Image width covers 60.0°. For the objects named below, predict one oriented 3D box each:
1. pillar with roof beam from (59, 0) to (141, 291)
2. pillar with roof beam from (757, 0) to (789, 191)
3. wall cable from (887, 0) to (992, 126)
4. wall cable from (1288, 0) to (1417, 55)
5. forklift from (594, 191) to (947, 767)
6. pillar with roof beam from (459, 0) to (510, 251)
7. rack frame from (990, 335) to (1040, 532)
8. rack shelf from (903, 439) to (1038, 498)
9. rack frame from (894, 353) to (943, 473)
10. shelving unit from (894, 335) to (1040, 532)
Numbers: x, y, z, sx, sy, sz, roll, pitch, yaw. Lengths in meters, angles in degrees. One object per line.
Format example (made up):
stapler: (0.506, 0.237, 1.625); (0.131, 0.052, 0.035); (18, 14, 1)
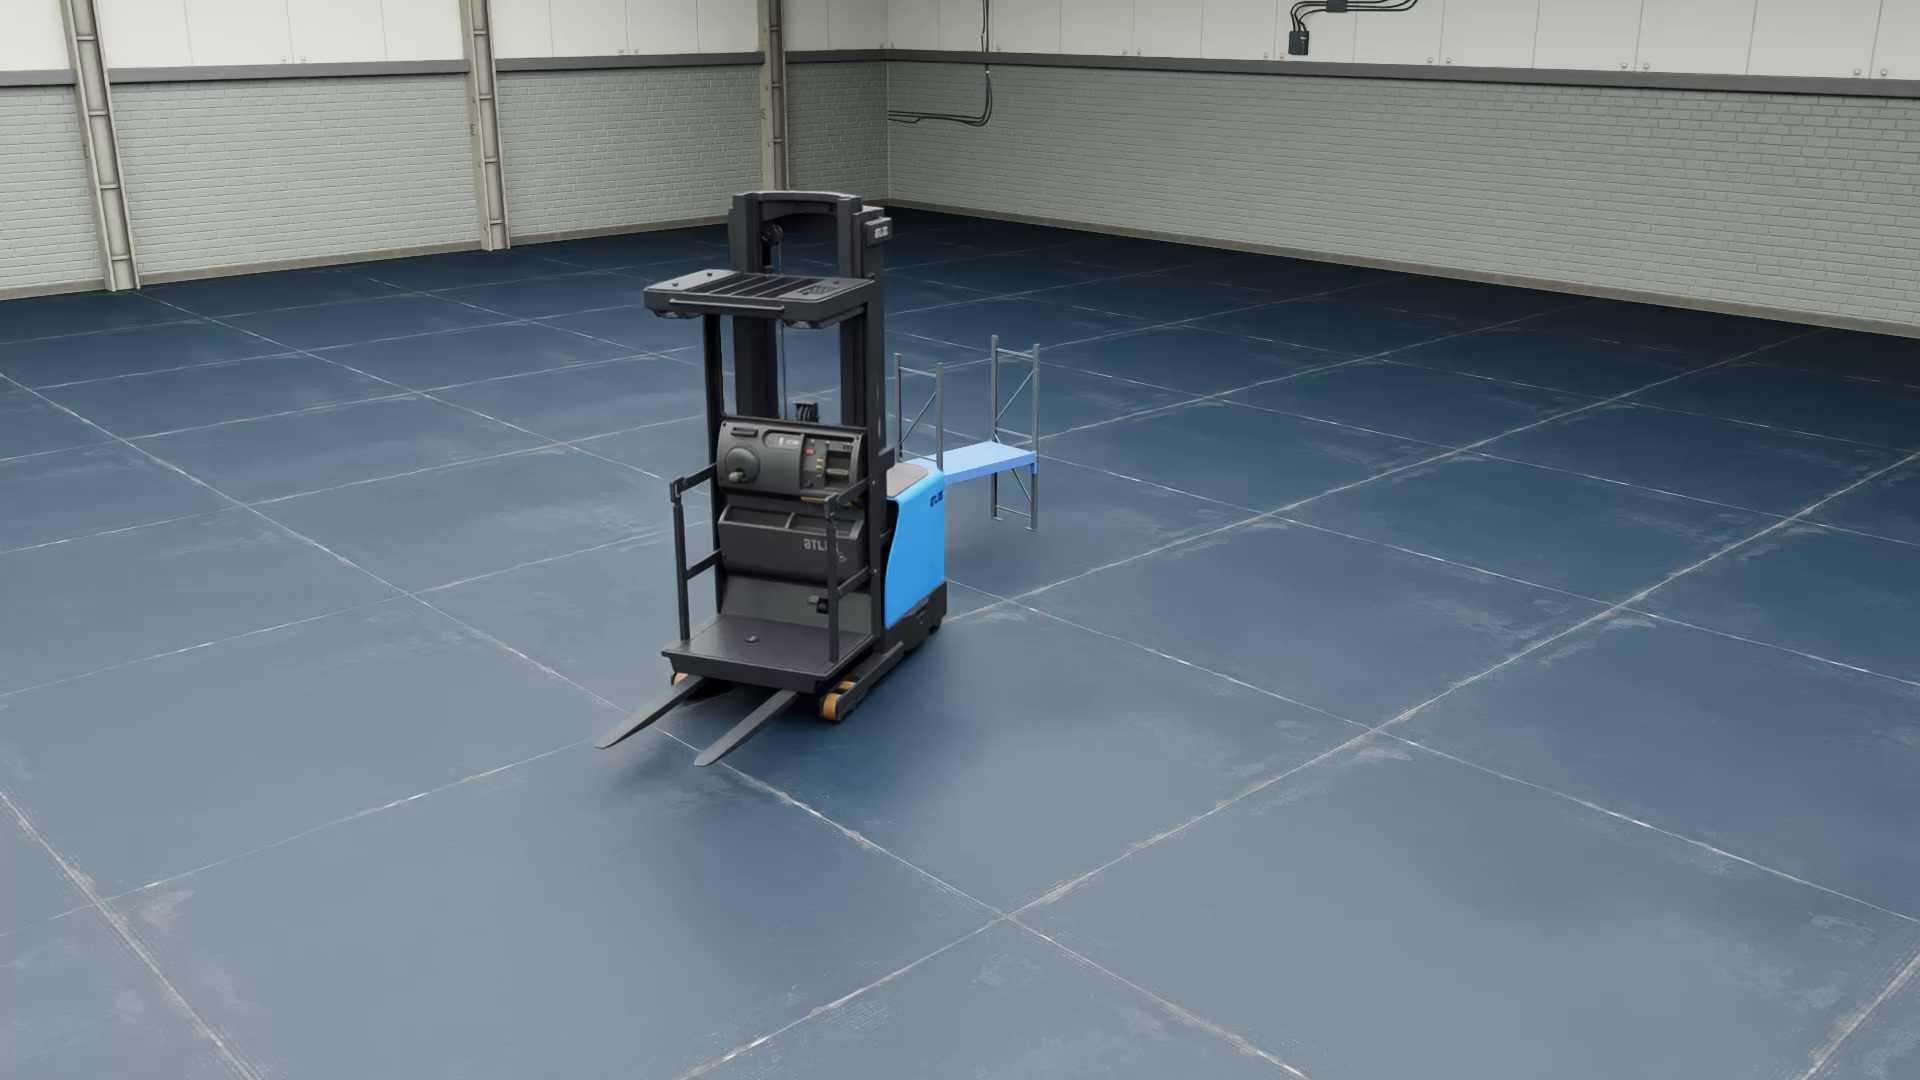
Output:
pillar with roof beam: (-9.294, -6.997, 19.975); (0.400, 9.000, 9.100); (-16, 24, -41)
pillar with roof beam: (-0.575, -9.540, 27.818); (0.400, 9.000, 9.100); (-16, 24, -41)
wall cable: (-0.484, -9.355, 32.283); (0.112, 2.526, 3.097); (-16, 24, -41)
wall cable: (6.027, -10.319, 24.708); (0.169, 6.003, 2.305); (-16, 24, -41)
forklift: (-1.094, -0.479, 9.709); (1.130, 2.935, 3.031); (7, 19, 20)
pillar with roof beam: (-4.935, -8.268, 23.896); (0.400, 9.000, 9.100); (-16, 24, -41)
rack frame: (0.431, -0.839, 13.141); (0.032, 1.500, 0.500); (-16, 24, -41)
rack shelf: (0.062, -0.560, 12.865); (1.000, 0.185, 0.538); (-16, 24, -41)
rack frame: (-0.307, -0.624, 12.477); (0.032, 1.500, 0.500); (-16, 24, -41)
shelving unit: (0.062, -0.732, 12.809); (1.048, 1.500, 0.538); (-16, 24, -41)
